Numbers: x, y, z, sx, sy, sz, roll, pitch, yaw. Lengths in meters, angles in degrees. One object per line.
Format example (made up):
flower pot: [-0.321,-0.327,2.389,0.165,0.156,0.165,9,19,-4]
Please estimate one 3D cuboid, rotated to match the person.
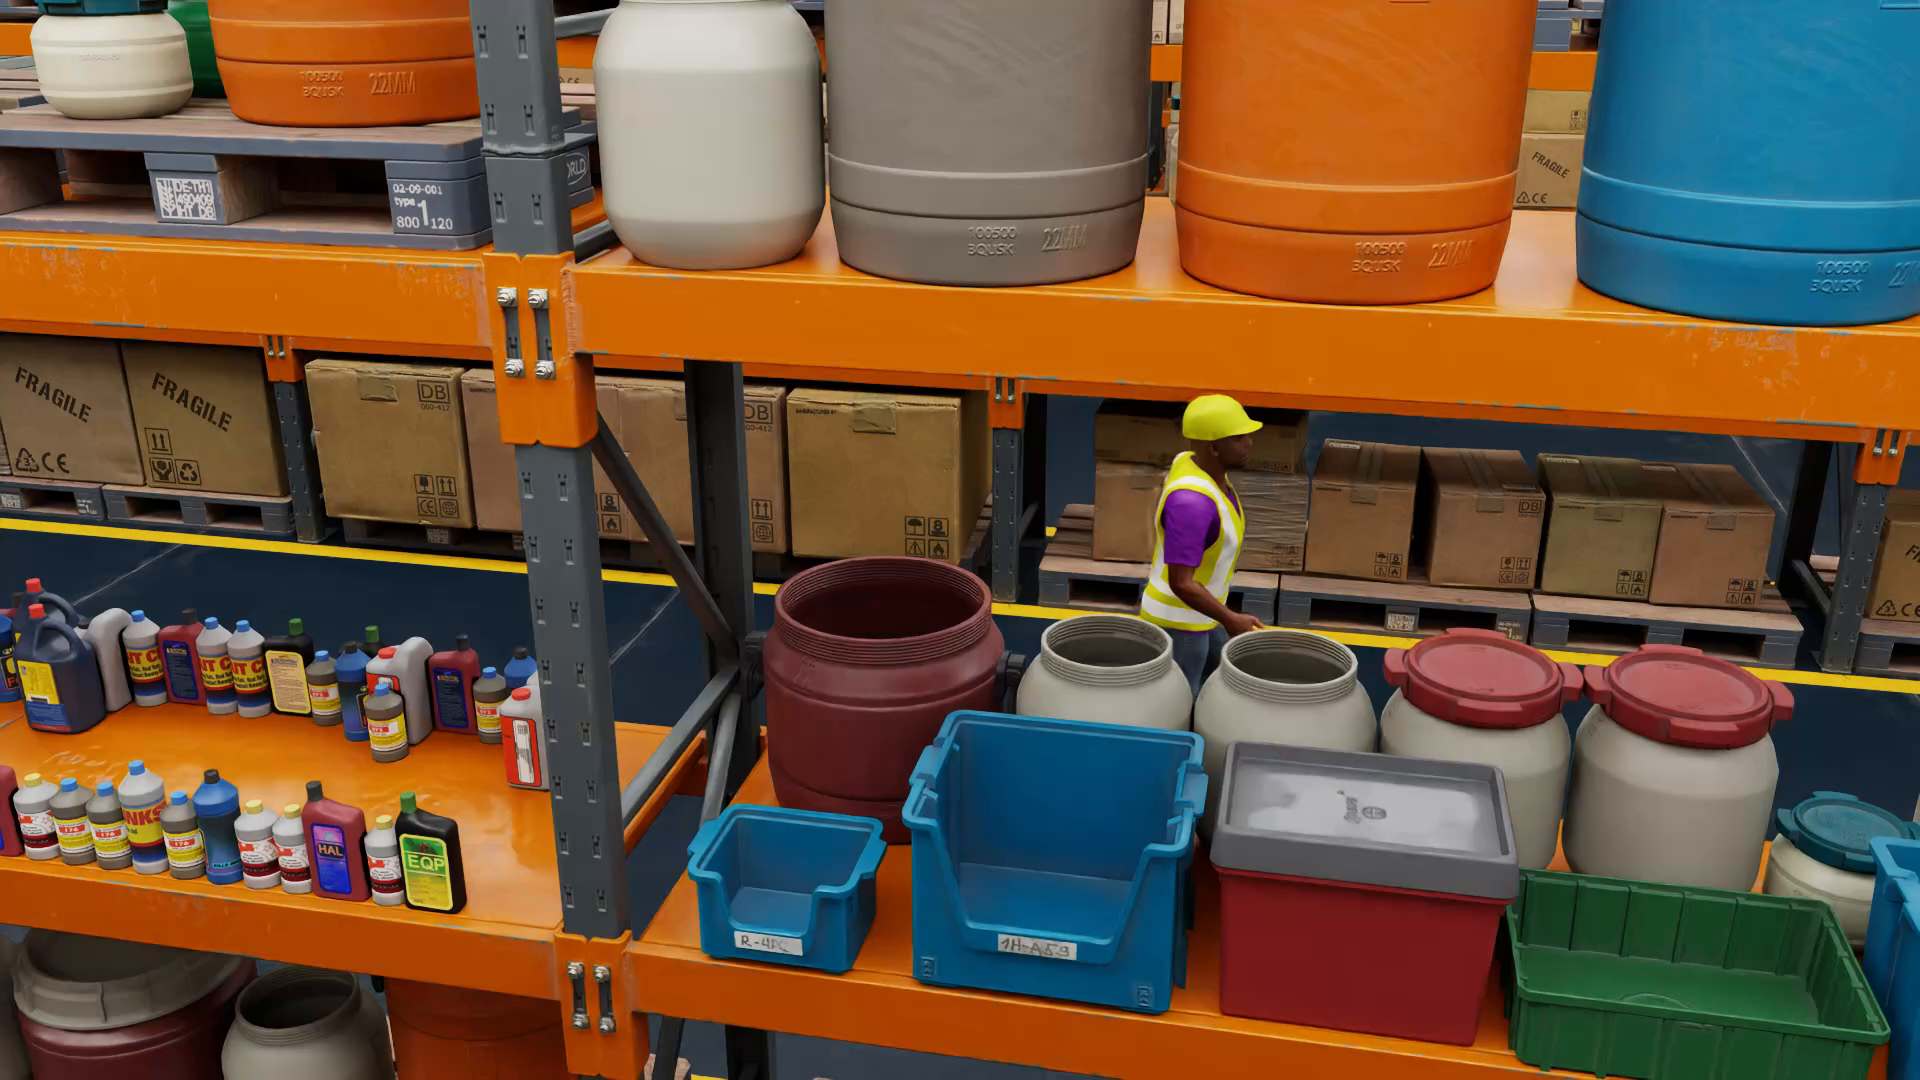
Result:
person: [0.901,0.282,6.363,0.590,1.745,0.680,5,22,14]
